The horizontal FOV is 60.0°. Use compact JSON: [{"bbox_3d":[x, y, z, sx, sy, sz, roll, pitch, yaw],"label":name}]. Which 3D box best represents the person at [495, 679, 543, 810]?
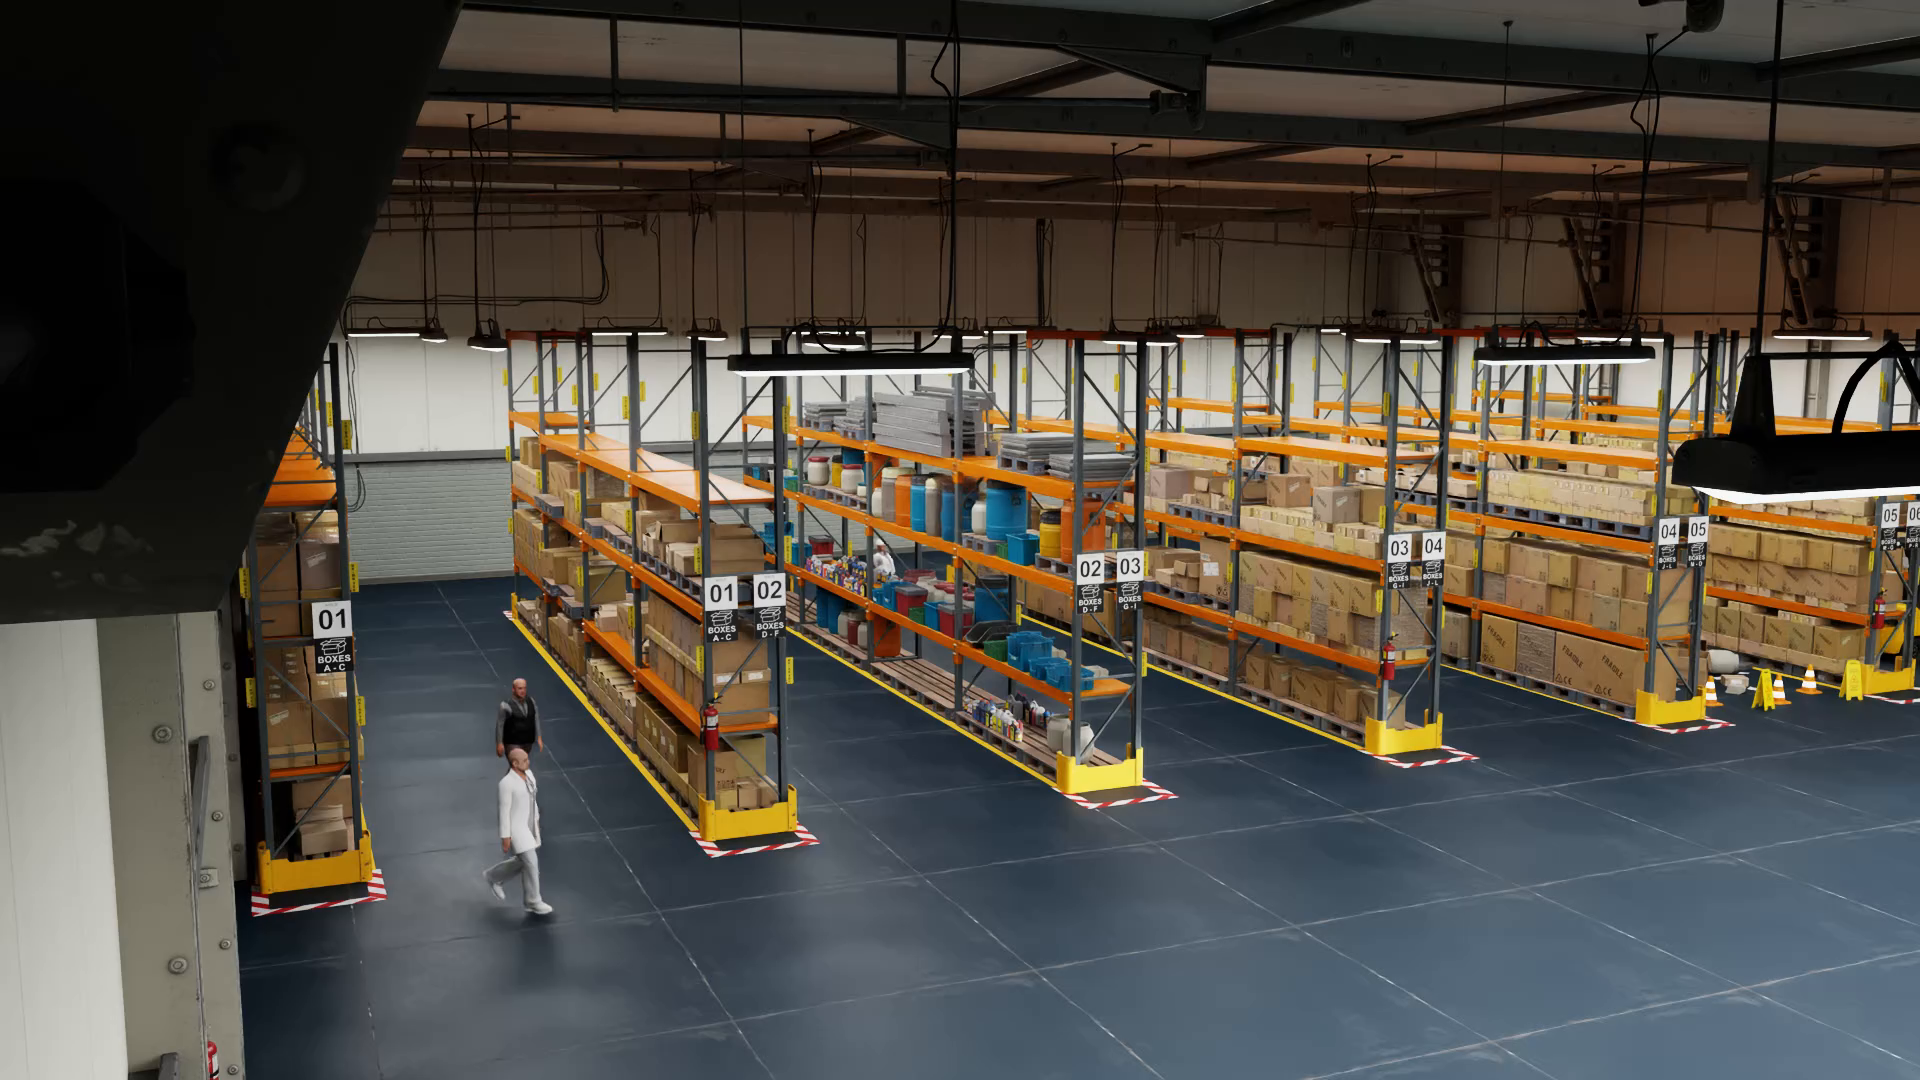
[{"bbox_3d":[-5.601,2.595,21.285,1.053,1.659,0.555,5,9,35],"label":"person"}]

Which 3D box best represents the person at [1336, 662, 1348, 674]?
[{"bbox_3d":[6.738,1.543,29.377,0.506,1.635,0.496,-1,8,-4],"label":"person"}]

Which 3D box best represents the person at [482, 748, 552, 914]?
[{"bbox_3d":[-4.711,3.053,17.672,0.934,1.743,0.628,3,8,18],"label":"person"}]

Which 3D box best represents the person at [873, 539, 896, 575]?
[{"bbox_3d":[-1.519,0.828,34.066,0.756,1.742,0.521,3,8,22],"label":"person"}]
